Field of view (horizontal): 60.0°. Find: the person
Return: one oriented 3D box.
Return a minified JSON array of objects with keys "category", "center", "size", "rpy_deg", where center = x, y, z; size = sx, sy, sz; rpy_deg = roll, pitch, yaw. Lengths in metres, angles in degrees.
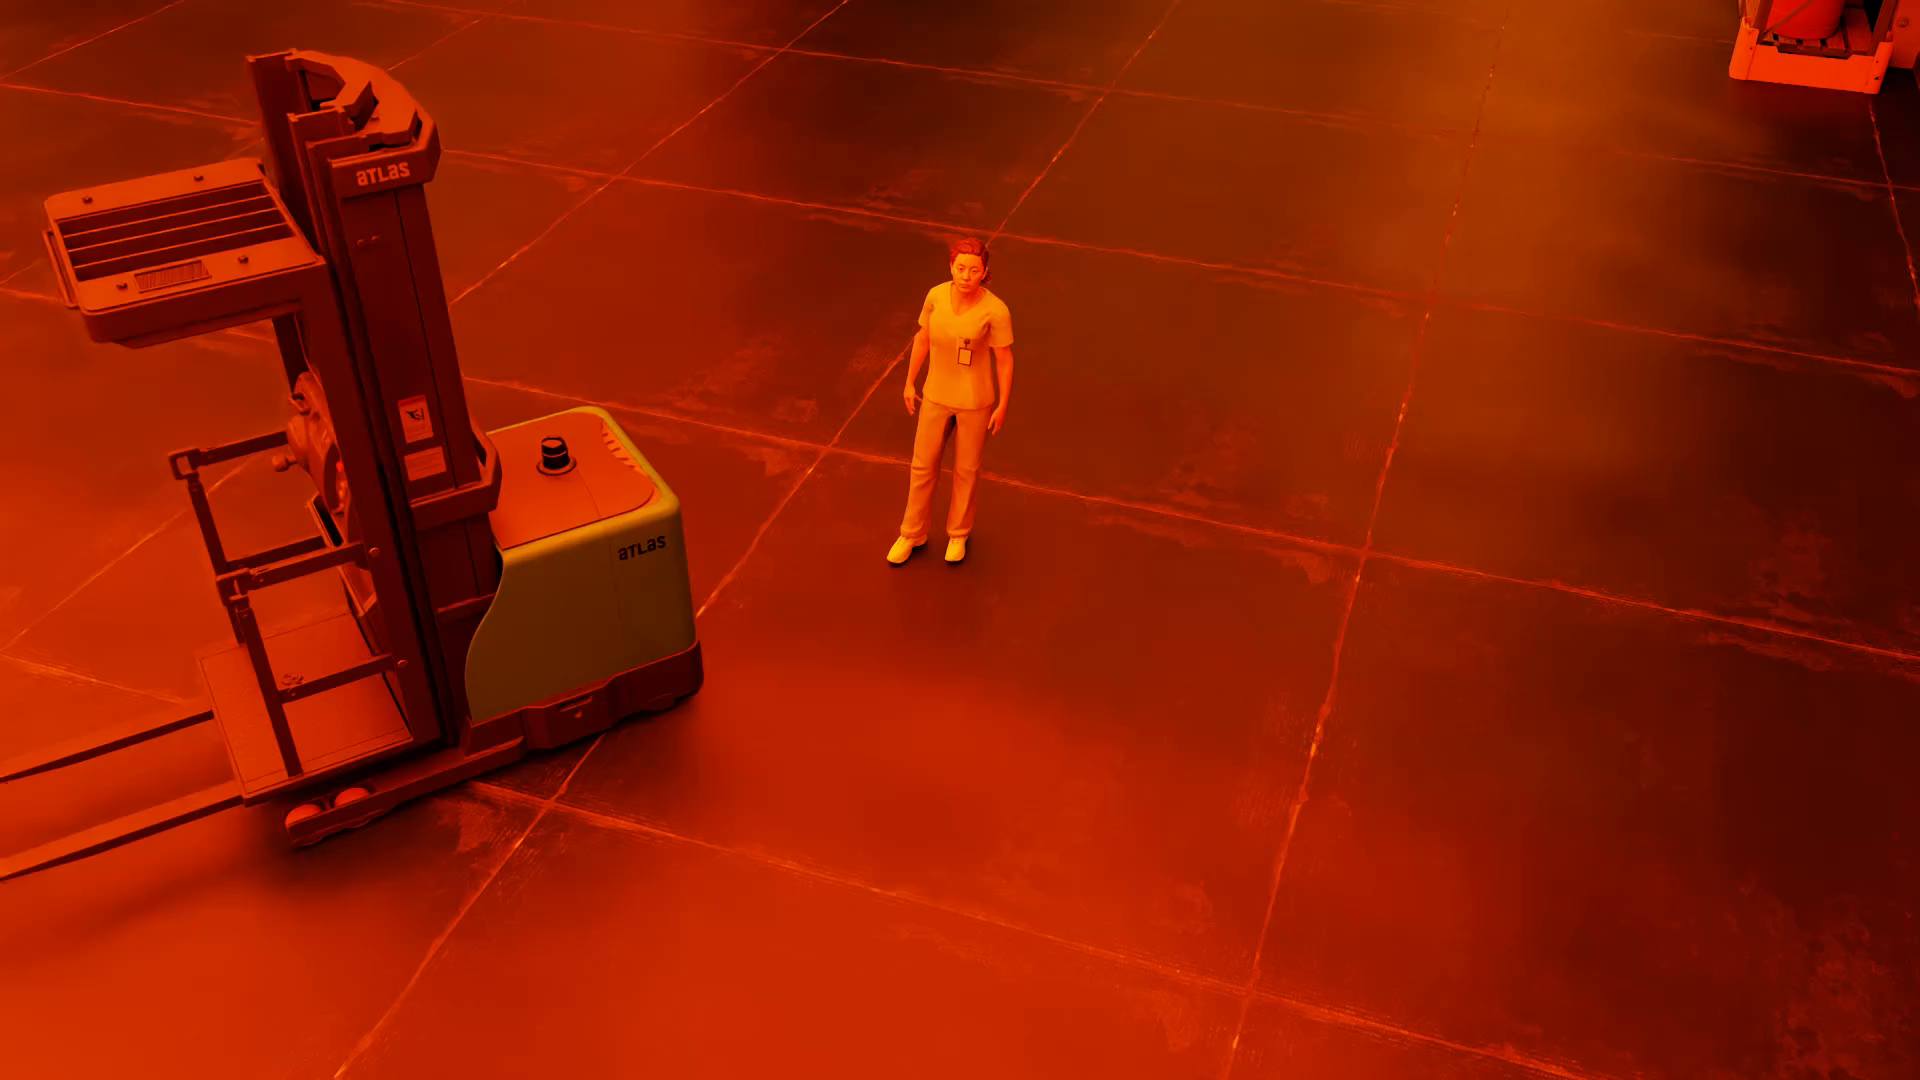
[{"category":"person","center":[-0.037,-0.652,8.104],"size":[0.550,1.675,0.549],"rpy_deg":[12,37,16]}]

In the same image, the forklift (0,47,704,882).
[{"category":"forklift","center":[-2.703,-0.288,6.517],"size":[3.031,2.935,1.130],"rpy_deg":[-19,40,-25]}]
